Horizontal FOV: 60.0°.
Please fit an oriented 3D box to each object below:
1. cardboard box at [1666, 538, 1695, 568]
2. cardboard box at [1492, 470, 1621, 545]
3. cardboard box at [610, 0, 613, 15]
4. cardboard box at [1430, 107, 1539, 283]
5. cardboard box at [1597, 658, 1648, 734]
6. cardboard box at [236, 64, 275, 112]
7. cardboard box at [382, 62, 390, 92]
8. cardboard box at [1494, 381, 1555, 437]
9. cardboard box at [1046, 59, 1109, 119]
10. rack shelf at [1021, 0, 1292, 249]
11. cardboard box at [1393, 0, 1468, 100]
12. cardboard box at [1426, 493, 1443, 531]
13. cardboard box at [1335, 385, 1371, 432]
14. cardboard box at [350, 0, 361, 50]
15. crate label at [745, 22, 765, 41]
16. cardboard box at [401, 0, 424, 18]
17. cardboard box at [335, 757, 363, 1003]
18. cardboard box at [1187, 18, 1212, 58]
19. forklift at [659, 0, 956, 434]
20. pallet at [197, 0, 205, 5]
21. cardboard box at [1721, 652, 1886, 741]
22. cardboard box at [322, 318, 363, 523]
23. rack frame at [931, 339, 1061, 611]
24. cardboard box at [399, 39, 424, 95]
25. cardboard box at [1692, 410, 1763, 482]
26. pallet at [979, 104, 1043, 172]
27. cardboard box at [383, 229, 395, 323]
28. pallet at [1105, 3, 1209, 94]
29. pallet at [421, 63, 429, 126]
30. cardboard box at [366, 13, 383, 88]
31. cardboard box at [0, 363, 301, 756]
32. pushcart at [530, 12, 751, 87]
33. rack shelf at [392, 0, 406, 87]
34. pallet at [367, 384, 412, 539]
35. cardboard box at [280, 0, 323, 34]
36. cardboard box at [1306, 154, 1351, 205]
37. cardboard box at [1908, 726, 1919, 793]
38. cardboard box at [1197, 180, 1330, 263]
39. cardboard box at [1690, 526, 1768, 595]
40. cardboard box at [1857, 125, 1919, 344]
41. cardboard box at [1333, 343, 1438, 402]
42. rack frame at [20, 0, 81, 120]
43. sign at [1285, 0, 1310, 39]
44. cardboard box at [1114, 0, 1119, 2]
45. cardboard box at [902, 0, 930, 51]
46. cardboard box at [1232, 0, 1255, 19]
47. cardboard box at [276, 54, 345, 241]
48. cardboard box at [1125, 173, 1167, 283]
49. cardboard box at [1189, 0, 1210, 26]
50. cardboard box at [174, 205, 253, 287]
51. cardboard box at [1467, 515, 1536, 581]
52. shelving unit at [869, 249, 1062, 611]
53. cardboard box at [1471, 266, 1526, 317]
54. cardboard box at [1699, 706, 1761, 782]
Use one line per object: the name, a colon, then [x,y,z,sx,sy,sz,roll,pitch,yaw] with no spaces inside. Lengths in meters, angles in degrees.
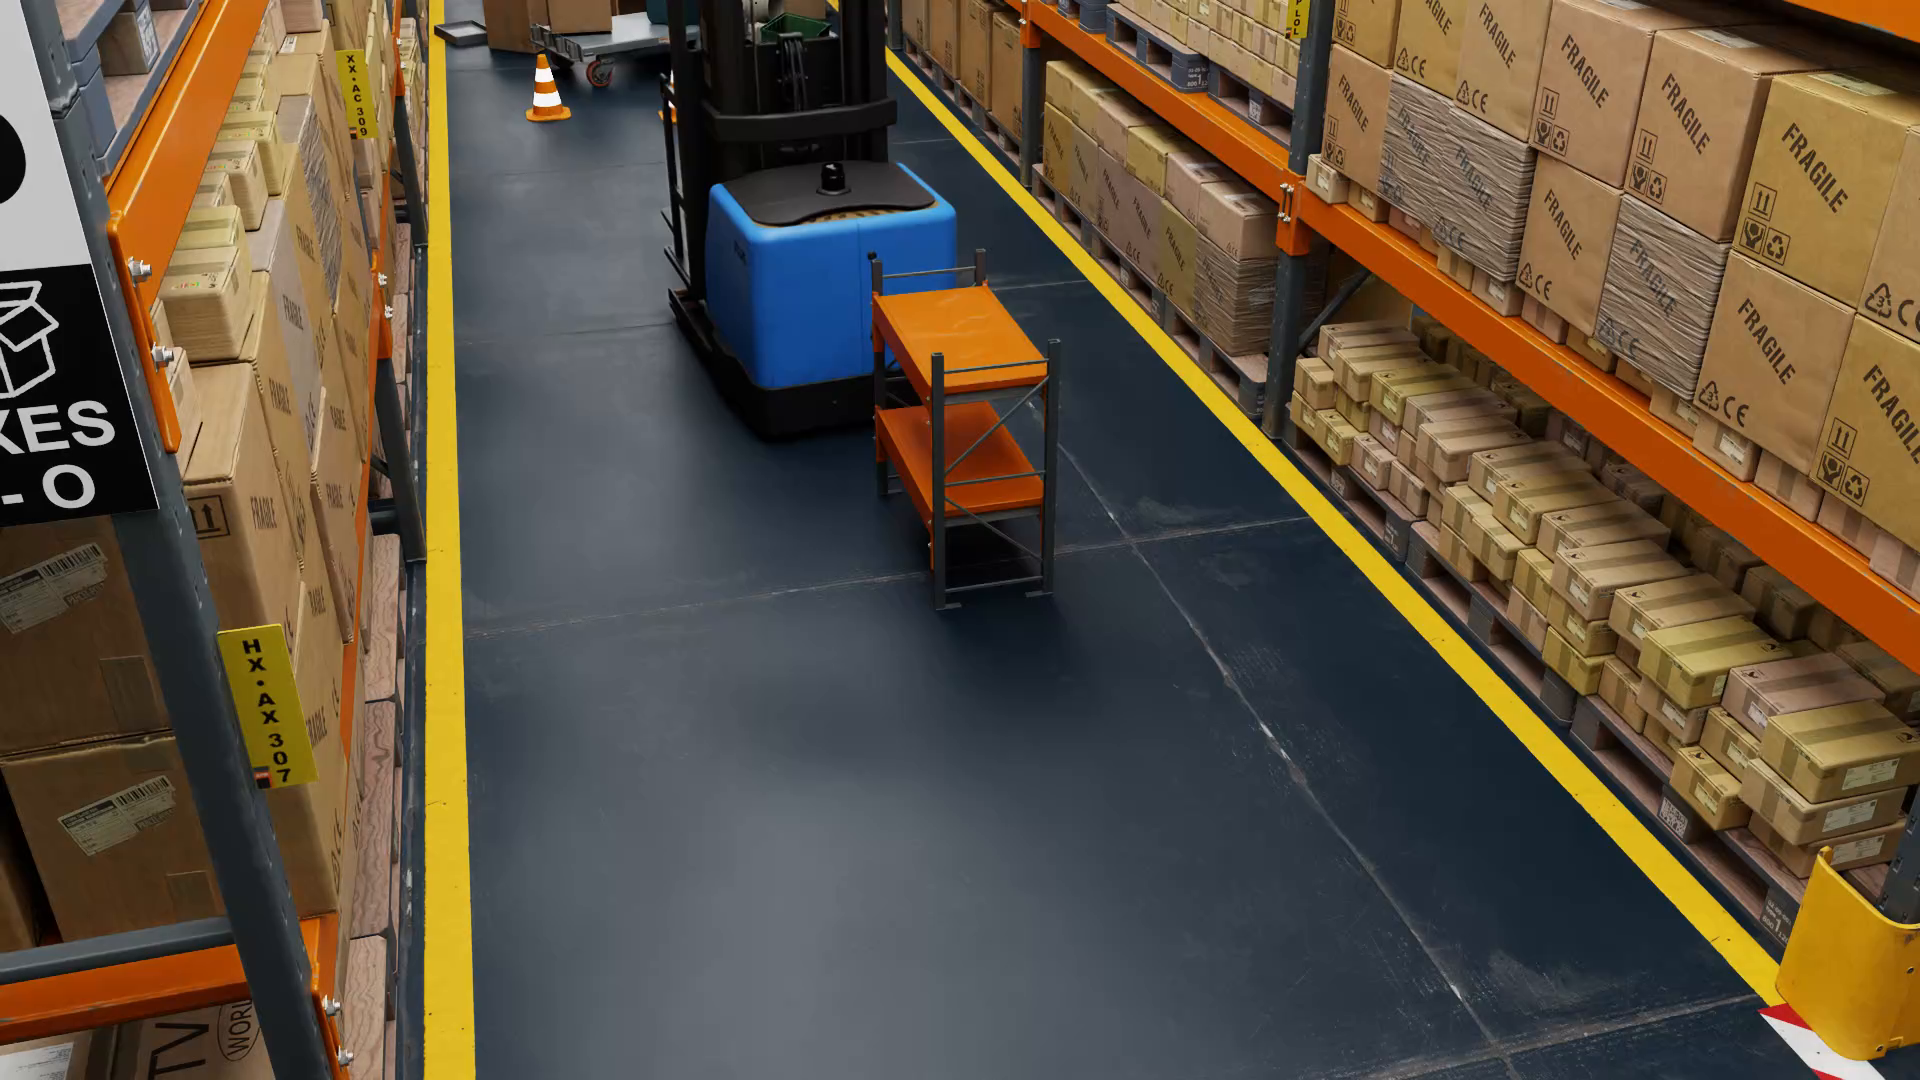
cardboard box: [2.741,0.070,6.265,0.380,0.149,0.250,-6,31,-11]
cardboard box: [2.259,-0.126,6.306,0.380,0.149,0.250,-8,31,-13]
cardboard box: [-3.047,-5.369,16.024,0.637,0.503,0.797,19,35,29]
cardboard box: [2.103,-1.286,6.081,0.500,0.500,0.500,-9,31,-14]
cardboard box: [2.467,0.517,5.788,0.380,0.149,0.250,-8,31,-13]
cardboard box: [-2.102,-1.190,4.567,0.380,0.149,0.250,-8,31,-14]
cardboard box: [-3.177,-2.333,8.436,0.500,0.250,0.500,-8,31,-14]
cardboard box: [2.495,-0.568,7.069,0.380,0.149,0.250,-7,31,-12]
cardboard box: [0.865,-2.864,10.531,0.500,0.250,0.500,-9,31,-16]
rack shelf: [1.446,-2.527,9.340,1.077,0.370,4.000,-8,31,-13]
cardboard box: [2.014,-1.979,6.280,0.500,0.500,0.500,-9,31,-15]
cardboard box: [2.171,-0.119,6.888,0.380,0.149,0.250,-9,31,-15]
cardboard box: [1.918,-0.621,7.459,0.380,0.149,0.250,-8,31,-13]
cardboard box: [-2.770,-2.135,6.846,0.500,0.500,0.500,-8,31,-14]
crate label: [-1.869,-4.608,15.074,0.250,0.136,0.298,19,35,29]
cardboard box: [-4.788,-4.667,13.895,0.500,0.500,0.500,-6,31,-11]
cardboard box: [-2.230,0.947,4.758,0.875,0.438,0.875,-7,31,-12]
cardboard box: [1.401,-2.612,8.600,0.380,0.149,0.250,-9,31,-15]
forklift: [-1.003,-2.499,8.642,1.130,2.935,3.031,-11,32,-18]
pallet: [-2.241,-1.441,3.839,1.003,0.211,1.213,-8,31,-13]
cardboard box: [2.643,0.503,5.220,0.380,0.149,0.250,-7,31,-12]
cardboard box: [-1.985,-0.275,4.632,0.500,0.500,0.500,-7,31,-12]
rack frame: [0.137,-0.238,6.538,0.500,1.125,0.032,-8,31,-13]
cardboard box: [-4.556,-3.474,12.462,0.950,0.372,0.625,-6,31,-10]
cardboard box: [2.479,-0.316,5.053,0.380,0.149,0.250,-7,31,-12]
pallet: [0.779,-2.989,12.203,1.003,0.211,1.213,-8,31,-13]
cardboard box: [-3.494,-1.584,8.694,0.875,0.875,0.875,-7,31,-13]
pallet: [1.480,-2.771,9.235,1.003,0.211,1.213,-8,31,-13]
pallet: [-4.684,-3.447,12.994,1.003,0.211,1.213,-8,31,-13]
cardboard box: [-3.023,-2.307,7.891,0.500,0.250,0.500,-9,31,-15]
cardboard box: [-1.560,0.020,3.122,0.500,0.500,0.500,-9,31,-14]
pushcart: [-2.707,-4.222,14.168,1.648,0.377,0.936,-20,35,-30]
rack shelf: [-4.361,-3.752,11.457,1.077,0.370,4.000,-8,31,-13]
pallet: [-3.046,-0.322,7.595,1.003,0.211,1.213,-8,31,-13]
cardboard box: [-2.380,-1.816,5.648,0.380,0.149,0.250,-8,31,-14]
cardboard box: [1.737,-1.584,7.243,0.380,0.149,0.250,-7,31,-11]
cardboard box: [3.147,0.695,5.184,0.380,0.149,0.250,-7,31,-11]
cardboard box: [1.536,-1.623,8.388,0.500,0.250,0.500,-9,31,-15]
cardboard box: [2.885,0.056,5.992,0.380,0.149,0.250,-7,31,-11]
cardboard box: [2.677,-0.734,4.128,0.500,0.500,0.500,-8,31,-14]
cardboard box: [1.885,-0.743,7.373,0.380,0.149,0.250,-6,31,-11]
rack frame: [-1.707,-1.830,1.429,1.000,3.000,0.127,-8,31,-13]
sign: [1.443,-2.298,7.071,0.100,0.325,0.005,-8,31,-13]
cardboard box: [1.056,-3.245,9.693,0.380,0.149,0.250,-6,31,-11]
cardboard box: [0.105,-4.657,14.128,1.050,0.750,0.750,-8,31,-14]
cardboard box: [1.543,-2.626,8.030,0.380,0.149,0.250,-9,31,-15]
cardboard box: [-2.250,-1.204,5.239,0.500,0.500,0.500,-8,31,-14]
cardboard box: [1.270,-1.793,9.429,0.500,0.500,0.500,-9,31,-14]
cardboard box: [1.402,-2.745,8.533,0.380,0.149,0.250,-9,31,-16]
cardboard box: [-1.718,-0.581,3.515,0.380,0.149,0.250,-9,31,-15]
cardboard box: [2.184,0.011,6.367,0.380,0.149,0.250,-8,31,-13]
shelving unit: [0.002,-0.484,6.963,0.538,1.125,1.048,-8,31,-13]
cardboard box: [2.133,-0.954,6.155,0.380,0.149,0.250,-7,31,-11]
cardboard box: [2.606,0.632,5.293,0.380,0.149,0.250,-9,31,-14]
